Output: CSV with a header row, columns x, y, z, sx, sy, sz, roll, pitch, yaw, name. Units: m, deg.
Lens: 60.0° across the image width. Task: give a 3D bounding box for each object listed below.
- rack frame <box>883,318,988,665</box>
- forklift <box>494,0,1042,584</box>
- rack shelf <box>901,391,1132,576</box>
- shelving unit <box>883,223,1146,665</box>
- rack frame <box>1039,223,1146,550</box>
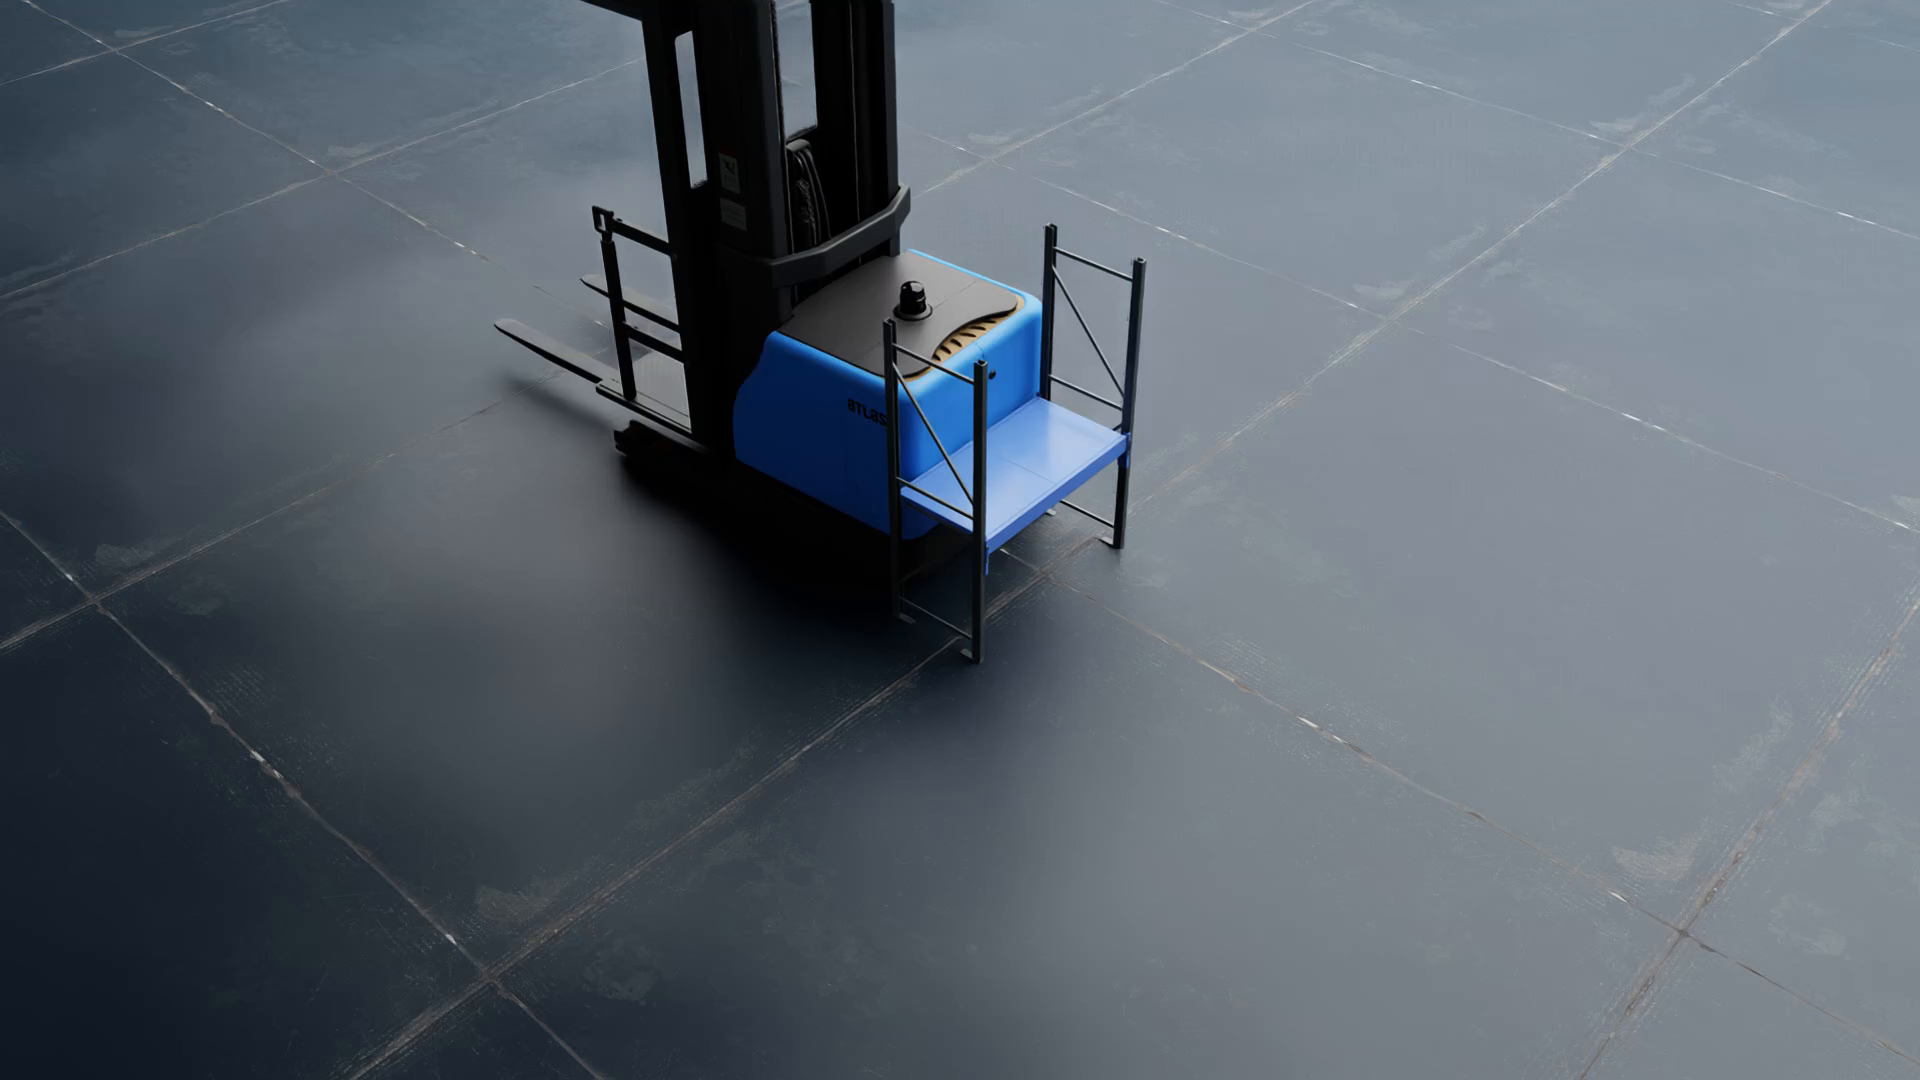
x,y,z,sx,sy,sz,roll,pitch,yaw,name
-0.097,-0.164,6.751,0.500,1.500,0.032,28,46,30,rack frame
-1.082,-1.705,7.540,3.031,2.935,1.130,26,45,29,forklift
0.231,-0.265,7.167,0.538,0.185,1.000,28,46,30,rack shelf
0.231,-0.405,7.055,0.538,1.500,1.048,28,46,30,shelving unit
0.559,-0.647,7.358,0.500,1.500,0.032,28,46,30,rack frame
